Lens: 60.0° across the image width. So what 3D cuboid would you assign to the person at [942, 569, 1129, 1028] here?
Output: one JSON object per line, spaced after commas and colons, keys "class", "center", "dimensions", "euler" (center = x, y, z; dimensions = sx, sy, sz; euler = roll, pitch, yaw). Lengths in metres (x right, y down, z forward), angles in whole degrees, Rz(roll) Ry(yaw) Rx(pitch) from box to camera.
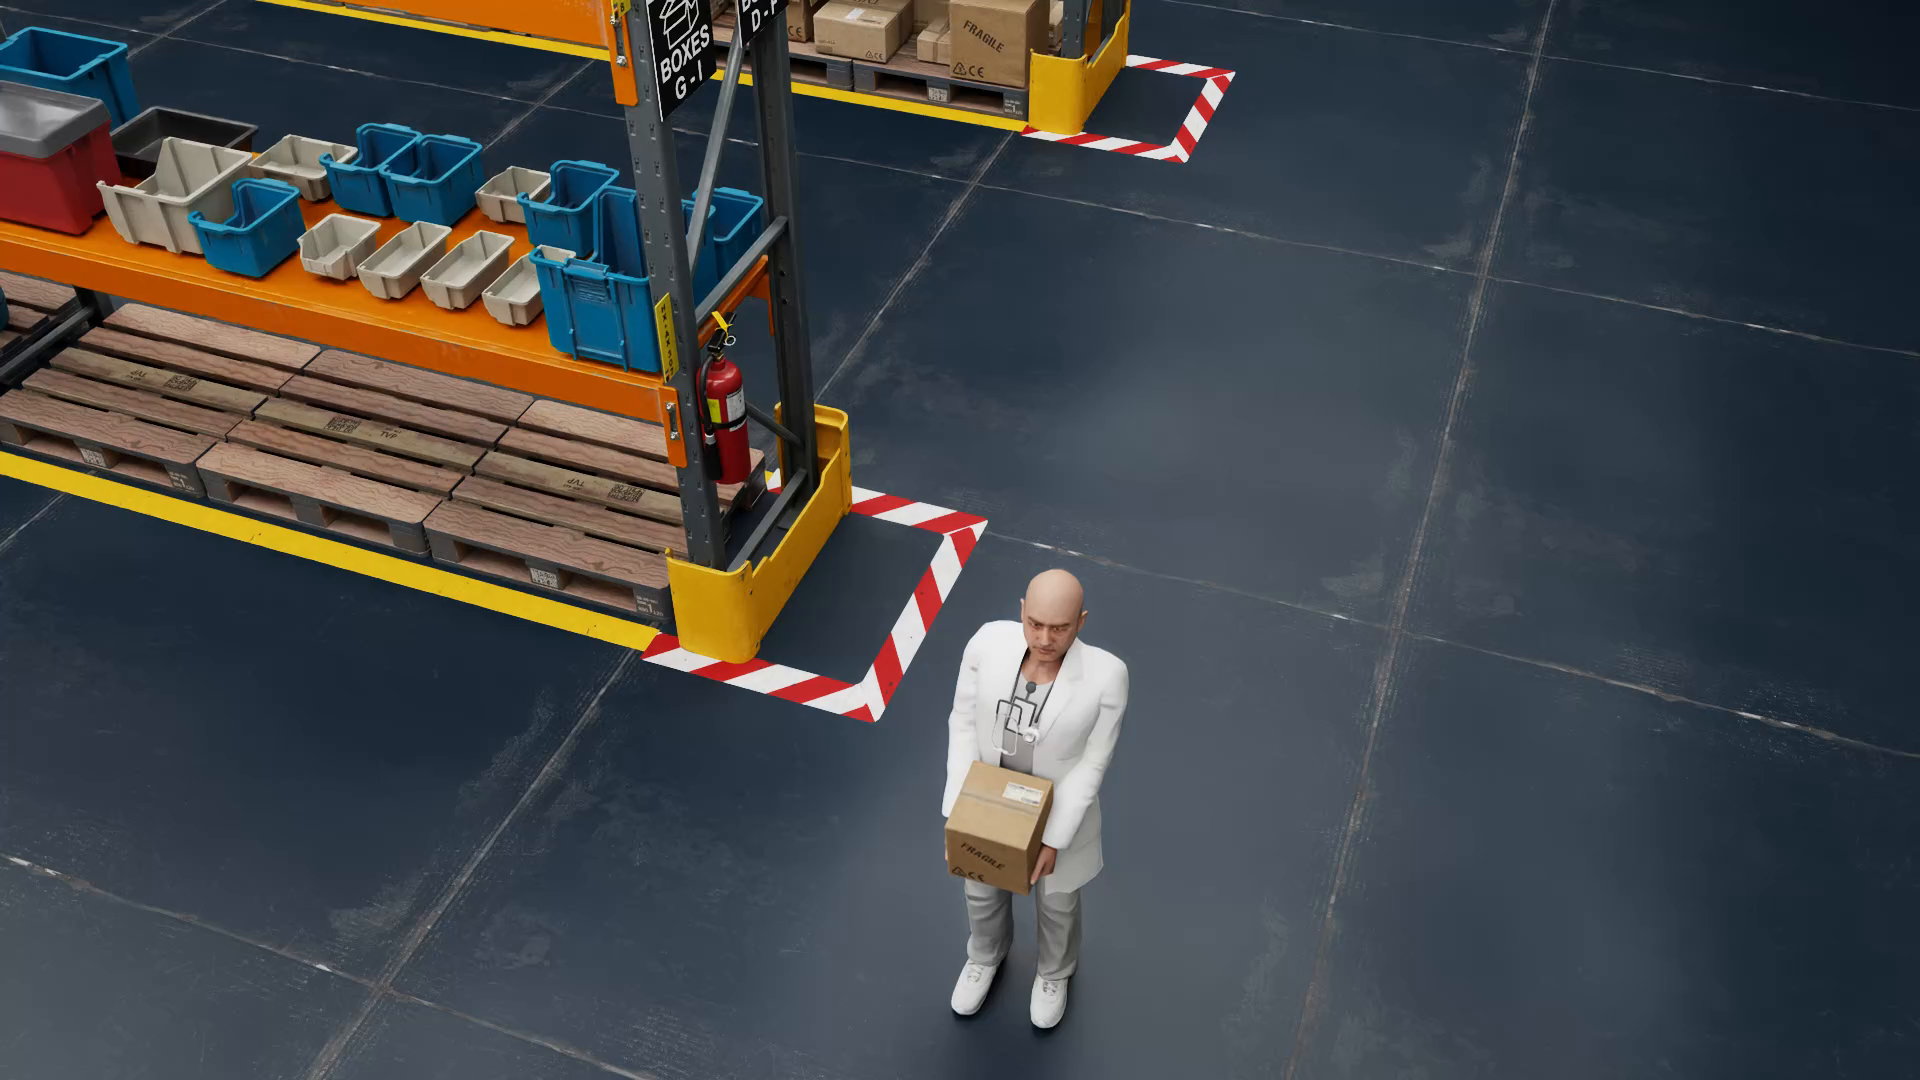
{"class": "person", "center": [0.192, 0.882, 5.157], "dimensions": [0.527, 1.769, 0.562], "euler": [14, 43, 15]}
